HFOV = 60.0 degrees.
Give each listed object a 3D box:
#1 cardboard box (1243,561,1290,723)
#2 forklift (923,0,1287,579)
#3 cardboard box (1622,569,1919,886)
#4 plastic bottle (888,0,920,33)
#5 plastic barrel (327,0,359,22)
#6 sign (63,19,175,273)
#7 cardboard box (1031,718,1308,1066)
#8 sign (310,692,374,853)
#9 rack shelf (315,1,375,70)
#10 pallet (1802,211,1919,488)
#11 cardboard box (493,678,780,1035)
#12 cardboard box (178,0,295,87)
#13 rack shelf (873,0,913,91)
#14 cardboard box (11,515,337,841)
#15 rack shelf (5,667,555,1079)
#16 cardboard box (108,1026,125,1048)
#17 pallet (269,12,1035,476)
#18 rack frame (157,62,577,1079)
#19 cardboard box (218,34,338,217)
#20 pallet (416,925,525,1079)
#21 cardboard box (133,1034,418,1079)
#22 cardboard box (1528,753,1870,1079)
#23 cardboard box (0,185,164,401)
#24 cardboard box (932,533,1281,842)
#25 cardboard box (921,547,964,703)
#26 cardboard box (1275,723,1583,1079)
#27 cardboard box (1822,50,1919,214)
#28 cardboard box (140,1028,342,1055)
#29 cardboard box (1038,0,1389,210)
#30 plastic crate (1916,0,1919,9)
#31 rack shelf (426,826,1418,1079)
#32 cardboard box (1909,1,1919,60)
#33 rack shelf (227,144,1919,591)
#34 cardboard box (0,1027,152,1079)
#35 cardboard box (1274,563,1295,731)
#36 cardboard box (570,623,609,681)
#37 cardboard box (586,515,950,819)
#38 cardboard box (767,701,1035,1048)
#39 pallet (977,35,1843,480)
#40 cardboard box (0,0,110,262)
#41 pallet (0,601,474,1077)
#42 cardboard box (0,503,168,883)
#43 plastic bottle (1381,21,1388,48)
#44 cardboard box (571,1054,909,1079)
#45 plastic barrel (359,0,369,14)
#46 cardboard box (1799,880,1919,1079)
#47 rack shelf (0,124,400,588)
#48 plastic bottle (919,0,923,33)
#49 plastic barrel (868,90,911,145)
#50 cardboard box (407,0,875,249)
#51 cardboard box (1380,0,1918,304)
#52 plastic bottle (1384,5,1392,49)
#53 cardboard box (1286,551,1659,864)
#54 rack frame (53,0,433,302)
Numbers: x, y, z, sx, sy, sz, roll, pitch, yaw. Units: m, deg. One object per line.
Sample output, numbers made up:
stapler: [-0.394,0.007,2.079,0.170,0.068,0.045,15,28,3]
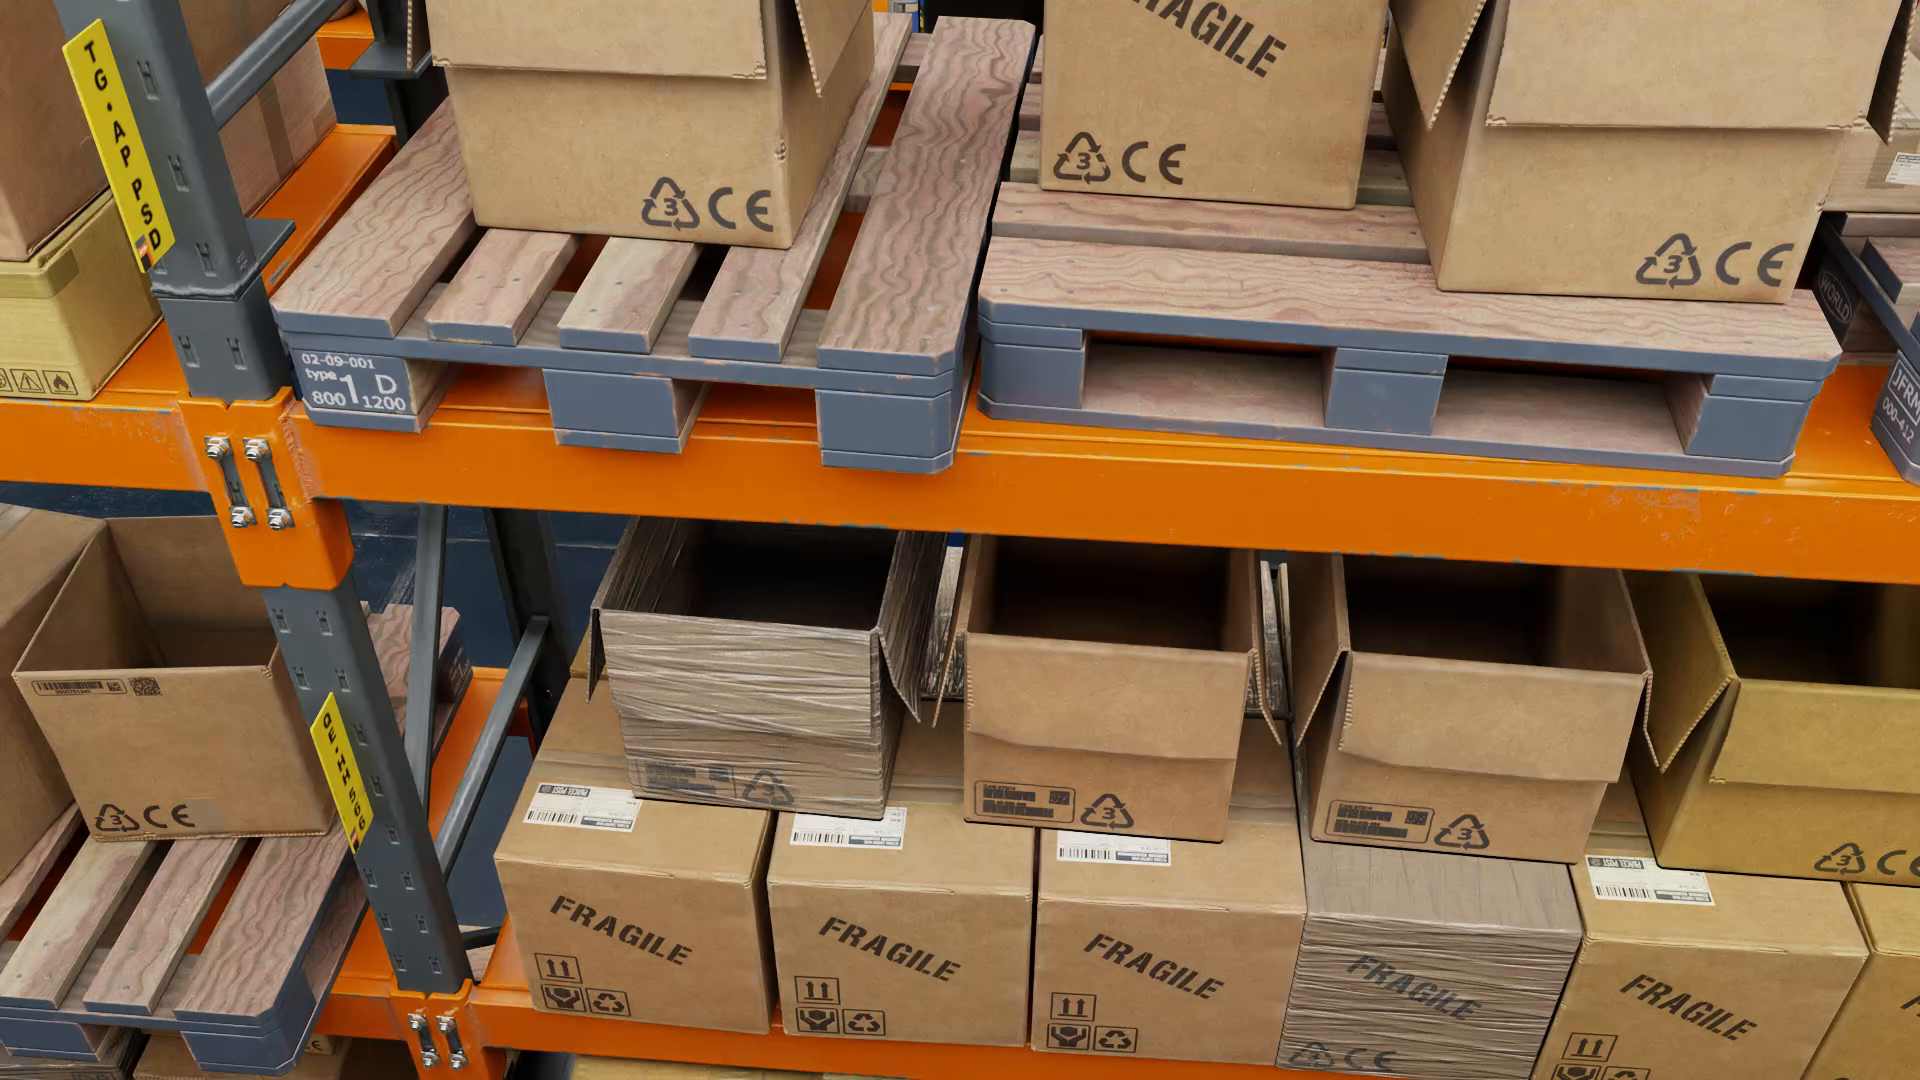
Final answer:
cardboard box: [0.452,0.388,3.818,0.500,0.500,0.500,2,39,2]
forklift: [0.628,-1.104,5.784,3.031,2.935,1.130,3,39,4]
cardboard box: [1.591,0.214,3.237,0.637,0.503,0.797,4,39,4]
plastic bottle: [-0.244,-2.342,7.349,0.135,0.276,0.152,3,39,4]
plastic barrel: [-2.967,-2.657,7.531,0.433,0.535,0.433,0,39,0]
sign: [-1.123,-0.524,2.232,0.005,0.325,0.100,3,39,4]
cardboard box: [0.411,0.709,3.423,0.500,0.500,0.500,2,39,3]
sign: [-1.112,0.422,3.001,0.005,0.325,0.100,3,39,4]
rack shelf: [-2.640,-2.447,7.950,4.000,0.370,1.077,3,39,4]
pallet: [1.993,-0.392,2.631,1.217,0.209,0.805,2,39,2]
cardboard box: [-0.614,0.657,3.487,0.500,0.500,0.500,4,39,5]
cardboard box: [-1.520,-1.085,2.856,0.500,0.500,0.500,3,39,4]
rack shelf: [1.345,-2.229,7.682,4.000,0.370,1.077,3,39,4]
cardboard box: [-1.616,0.292,3.603,0.500,0.500,0.500,-1,39,-2]
rack shelf: [-3.067,0.668,4.123,4.000,0.370,1.077,3,39,4]
cardboard box: [-2.274,0.966,4.224,0.500,0.250,0.500,7,40,9]
pallet: [-0.428,-0.590,2.872,1.003,0.211,1.213,5,39,6]
rack frame: [-1.074,0.498,3.762,0.127,3.000,1.000,3,39,4]
cardboard box: [-1.521,-0.793,3.090,0.500,0.250,0.500,4,39,5]
pallet: [-1.853,1.536,4.695,1.213,0.211,1.003,3,39,4]
cardboard box: [-1.744,1.273,4.441,0.500,0.500,0.700,1,39,1]
cardboard box: [1.408,0.768,3.351,0.500,0.500,0.500,3,39,3]
cardboard box: [-1.569,-0.479,2.704,0.500,0.250,0.500,3,39,4]
cardboard box: [0.302,0.158,3.306,0.637,0.503,0.797,4,39,5]
cardboard box: [-0.065,0.361,3.851,0.500,0.500,0.500,3,39,3]
cardboard box: [0.909,0.738,3.388,0.500,0.500,0.500,3,39,4]
cardboard box: [1.440,-0.688,2.709,0.250,0.149,0.380,2,39,2]
cardboard box: [-1.745,0.989,4.197,0.500,0.250,0.500,5,39,6]
cardboard box: [0.407,-0.887,2.676,0.500,0.500,0.500,5,39,6]
plastic crate: [4.206,-2.241,7.028,0.583,0.464,0.402,3,39,4]
rack shelf: [0.918,0.886,3.855,4.000,0.370,1.077,3,39,4]
cardboard box: [1.825,-0.692,2.586,0.500,0.311,0.500,2,39,2]
rack shelf: [0.918,-0.277,2.908,4.000,0.370,1.077,3,39,4]
cardboard box: [-2.297,1.251,4.469,0.500,0.500,0.700,0,39,0]
cardboard box: [0.959,0.416,3.784,0.500,0.500,0.500,4,39,5]
cardboard box: [-0.561,0.331,3.889,0.500,0.500,0.500,4,39,5]
cardboard box: [-0.347,0.120,3.352,0.637,0.503,0.797,4,39,5]
cardboard box: [-0.100,0.684,3.455,0.500,0.500,0.500,2,39,3]
pallet: [0.686,-0.531,2.800,1.213,0.211,1.003,5,39,6]
cardboard box: [-1.571,-0.766,2.464,0.500,0.500,0.500,4,39,5]
pallet: [-1.794,0.601,3.788,1.003,0.211,1.213,3,39,4]
cardboard box: [-2.181,0.325,3.563,0.500,0.500,0.700,9,40,10]
plastic bottle: [1.799,-2.184,7.214,0.097,0.201,0.097,0,39,0]
cardboard box: [-0.389,1.210,4.238,0.875,0.875,1.225,1,39,2]
plastic barrel: [-2.536,-2.634,7.502,0.433,0.535,0.433,0,39,0]
cardboard box: [1.929,0.792,3.321,0.500,0.500,0.500,4,39,5]
rack shelf: [-3.067,-0.495,3.176,4.000,0.370,1.077,3,39,4]
plastic bottle: [-0.131,-2.316,7.322,0.097,0.271,0.097,0,39,0]
plastic barrel: [-0.158,-1.922,8.122,0.708,0.830,0.600,3,39,4]
cardboard box: [-0.460,-0.880,2.664,0.637,0.503,0.797,5,39,6]
cardboard box: [0.963,-0.770,2.529,0.637,0.503,0.797,3,39,3]
plastic bottle: [1.917,-2.224,7.204,0.135,0.276,0.152,3,39,4]
cardboard box: [0.970,0.190,3.266,0.637,0.503,0.797,4,39,5]
rack frame: [-1.074,-1.828,1.868,0.127,3.000,1.000,3,39,4]
